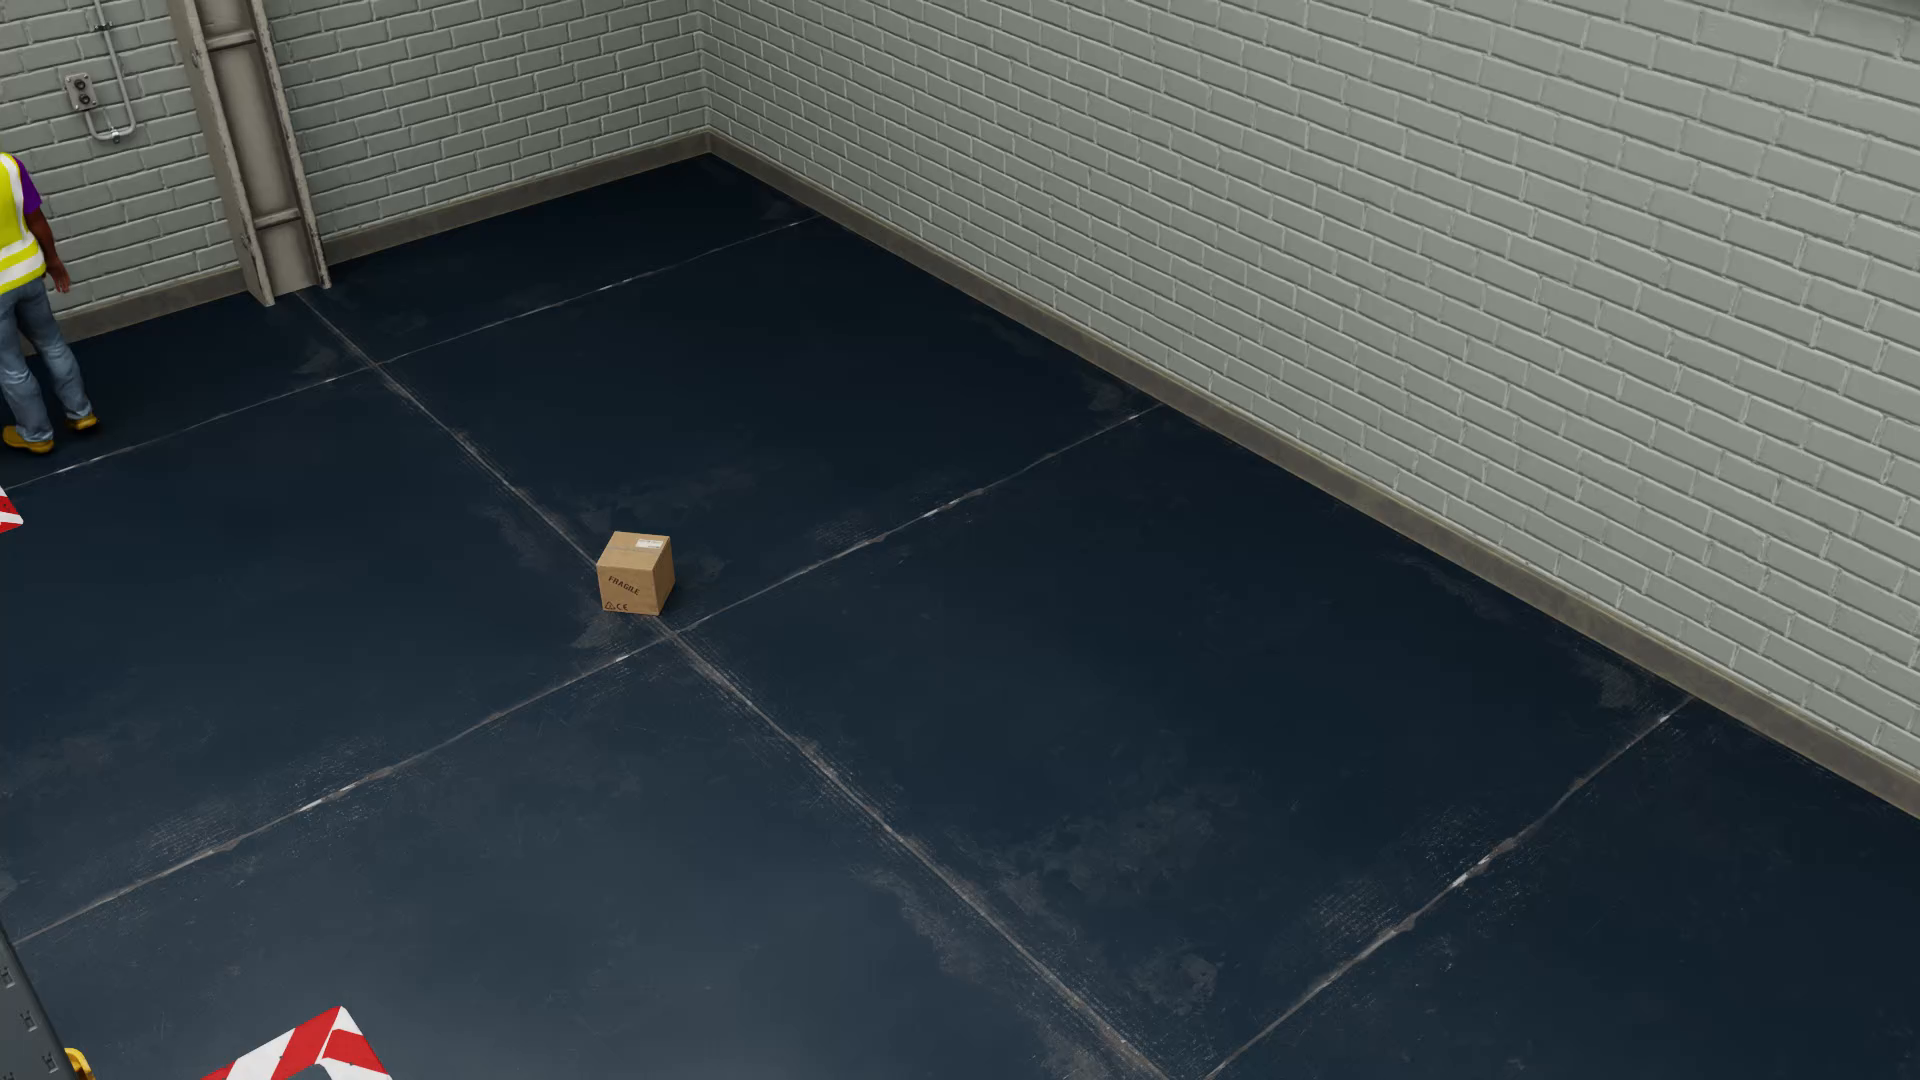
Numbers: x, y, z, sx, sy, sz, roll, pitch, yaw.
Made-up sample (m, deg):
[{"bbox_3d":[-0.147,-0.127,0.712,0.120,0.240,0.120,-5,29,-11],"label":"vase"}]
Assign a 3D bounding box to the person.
[{"bbox_3d":[-4.523,-1.193,7.786,0.460,1.829,0.617,17,39,22],"label":"person"}]
